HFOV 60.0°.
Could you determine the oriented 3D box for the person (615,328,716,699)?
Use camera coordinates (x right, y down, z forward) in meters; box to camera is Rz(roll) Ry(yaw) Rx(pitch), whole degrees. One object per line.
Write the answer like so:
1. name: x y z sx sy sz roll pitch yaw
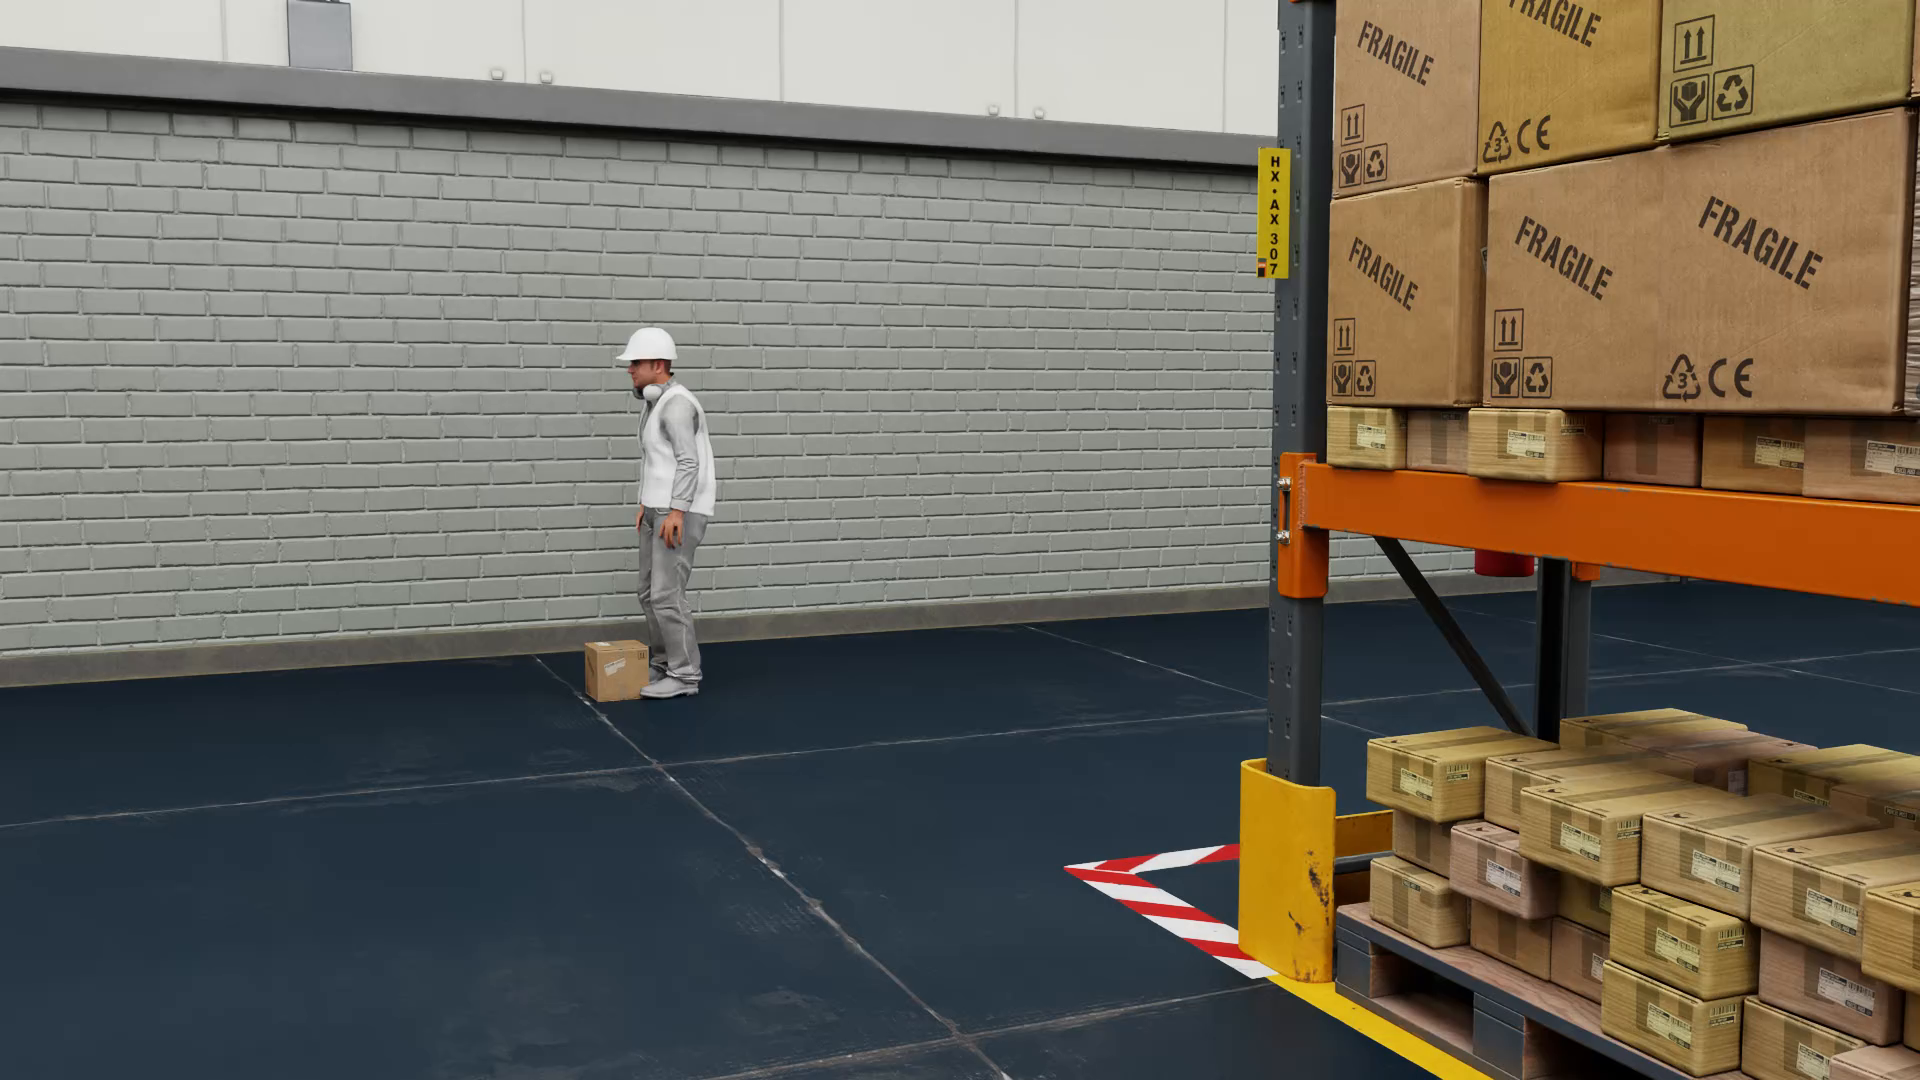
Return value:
1. person: -1.429 -0.137 8.071 0.466 1.771 0.586 -2 6 -25
